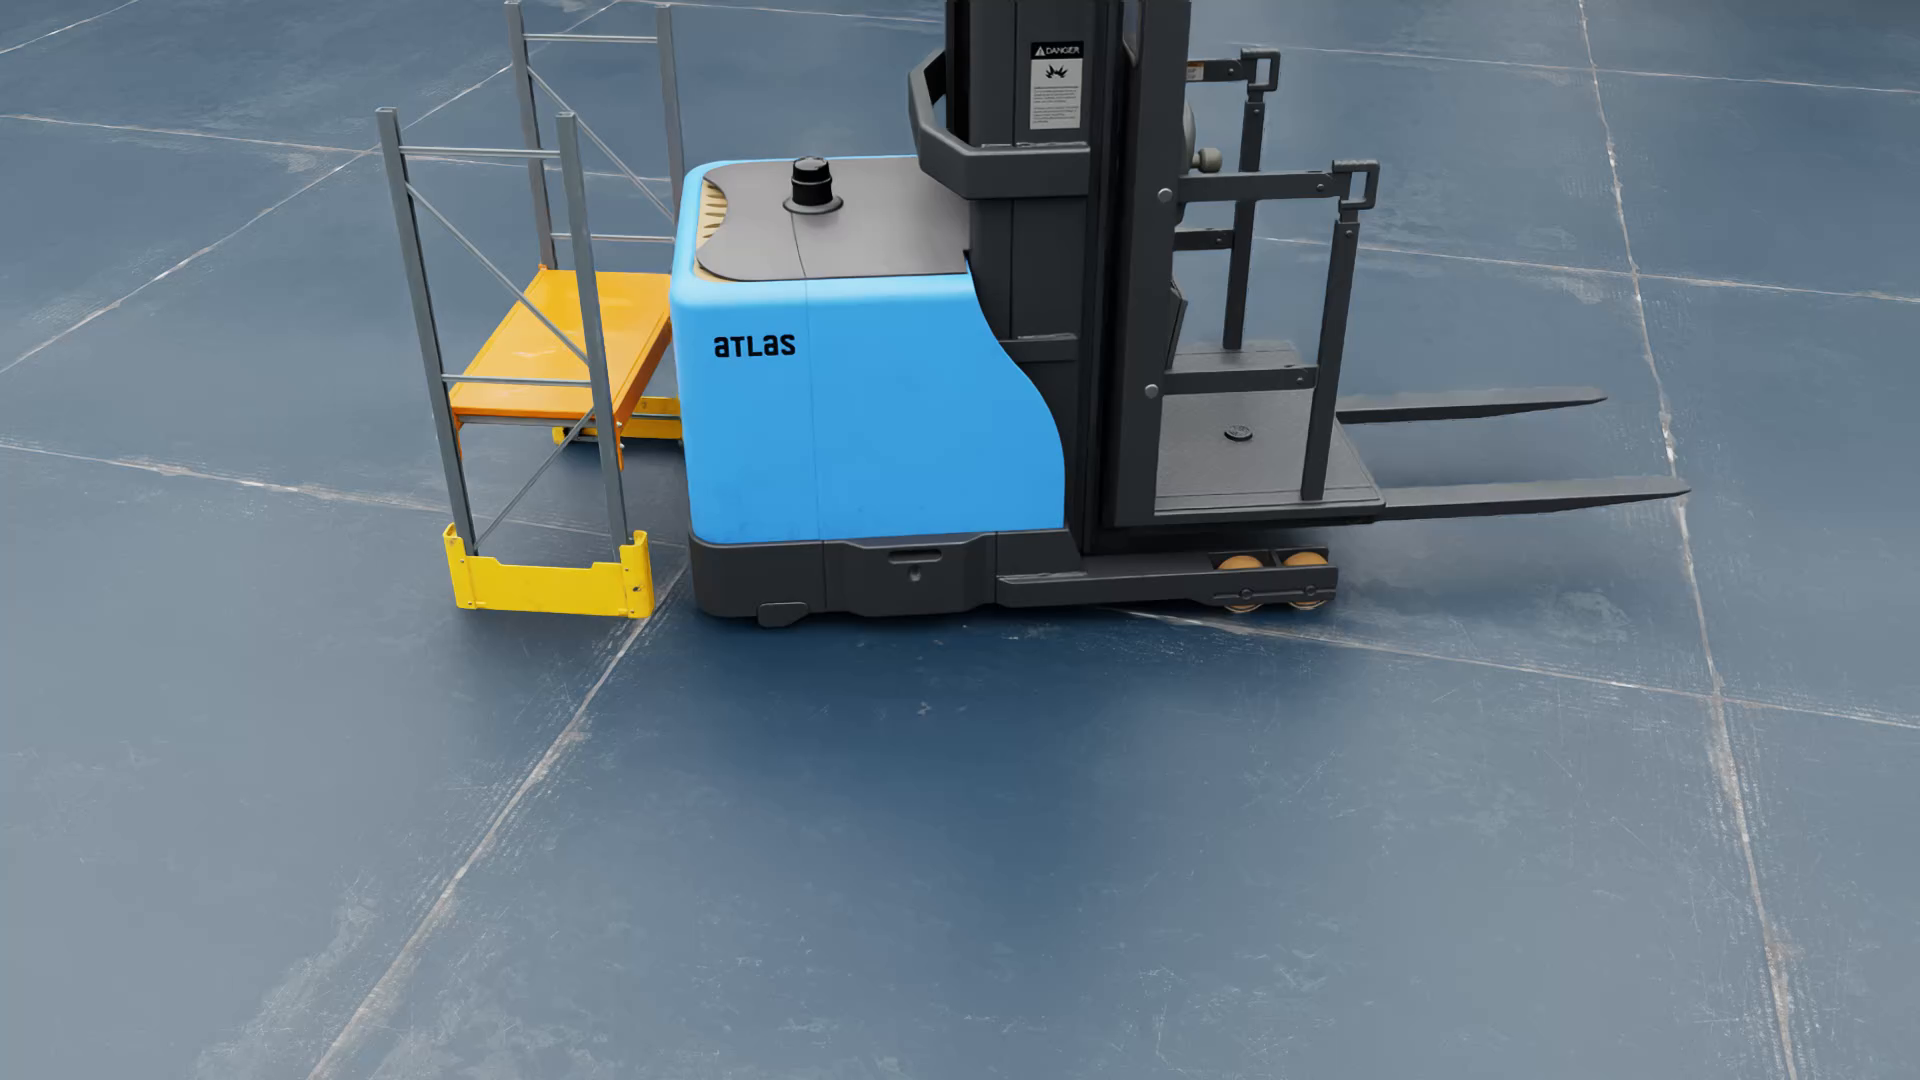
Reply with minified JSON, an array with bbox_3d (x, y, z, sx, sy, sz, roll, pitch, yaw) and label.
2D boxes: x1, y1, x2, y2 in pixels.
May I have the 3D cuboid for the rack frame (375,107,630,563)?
[{"bbox_3d":[-1.203,-0.429,4.527,0.500,1.500,0.032,3,33,4],"label":"rack frame"}]

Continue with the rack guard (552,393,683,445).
[{"bbox_3d":[-1.117,-0.445,5.716,0.587,0.250,0.087,3,33,4],"label":"rack guard"}]

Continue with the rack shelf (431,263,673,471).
[{"bbox_3d":[-1.160,-0.549,5.051,0.538,0.185,1.000,3,33,4],"label":"rack shelf"}]

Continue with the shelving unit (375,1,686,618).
[{"bbox_3d":[-1.159,-0.706,4.962,0.587,1.500,1.083,3,33,4],"label":"shelving unit"}]

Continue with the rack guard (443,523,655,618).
[{"bbox_3d":[-1.202,0.088,4.879,0.587,0.250,0.087,3,33,4],"label":"rack guard"}]

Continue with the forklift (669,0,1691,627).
[{"bbox_3d":[0.697,-1.304,4.570,3.031,2.935,1.130,-3,33,-5],"label":"forklift"}]

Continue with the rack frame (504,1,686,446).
[{"bbox_3d":[-1.117,-0.973,5.382,0.500,1.500,0.032,3,33,4],"label":"rack frame"}]
